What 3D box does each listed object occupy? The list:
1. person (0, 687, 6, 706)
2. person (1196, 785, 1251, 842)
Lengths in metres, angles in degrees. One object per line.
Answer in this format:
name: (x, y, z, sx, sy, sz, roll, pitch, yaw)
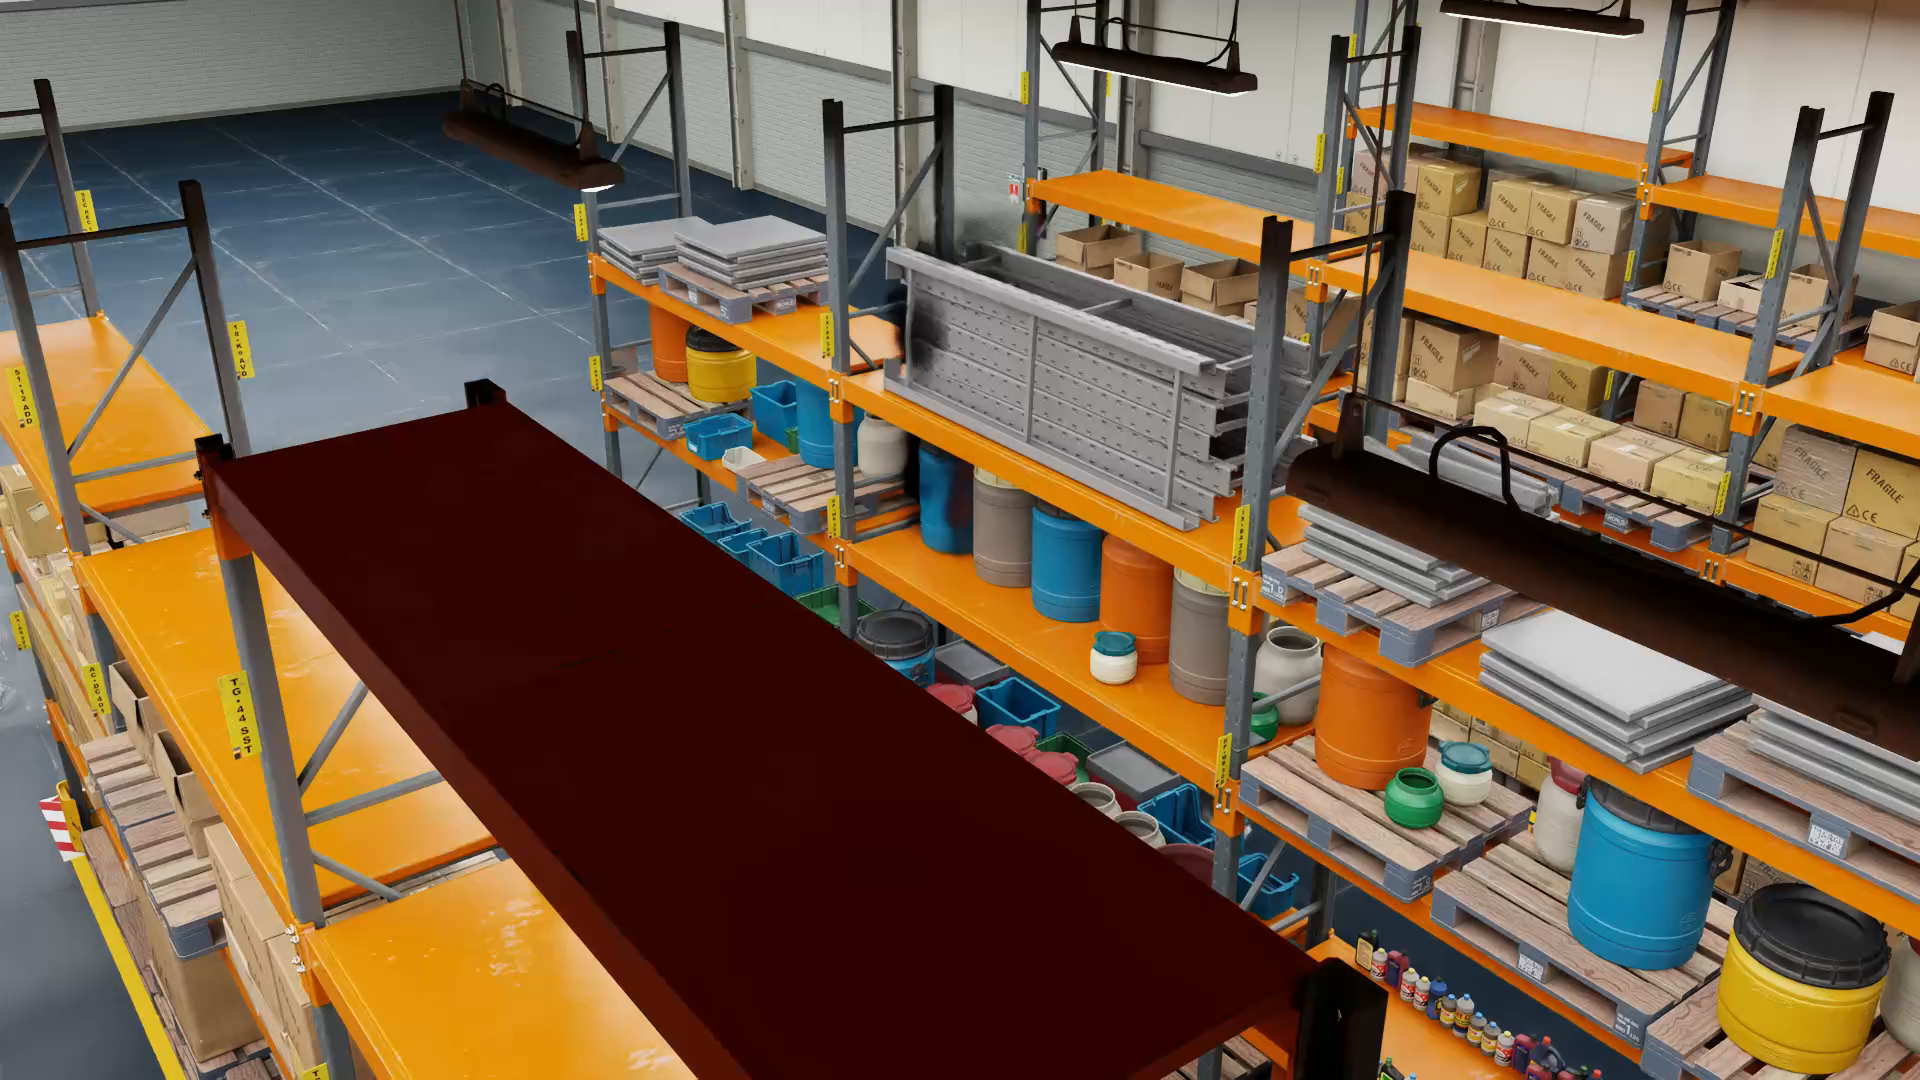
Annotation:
person: (-9.162, 1.010, 14.870, 0.838, 1.670, 0.616, 0, 25, 0)
person: (2.039, 1.880, 13.108, 0.545, 1.536, 0.536, 21, 32, 37)
